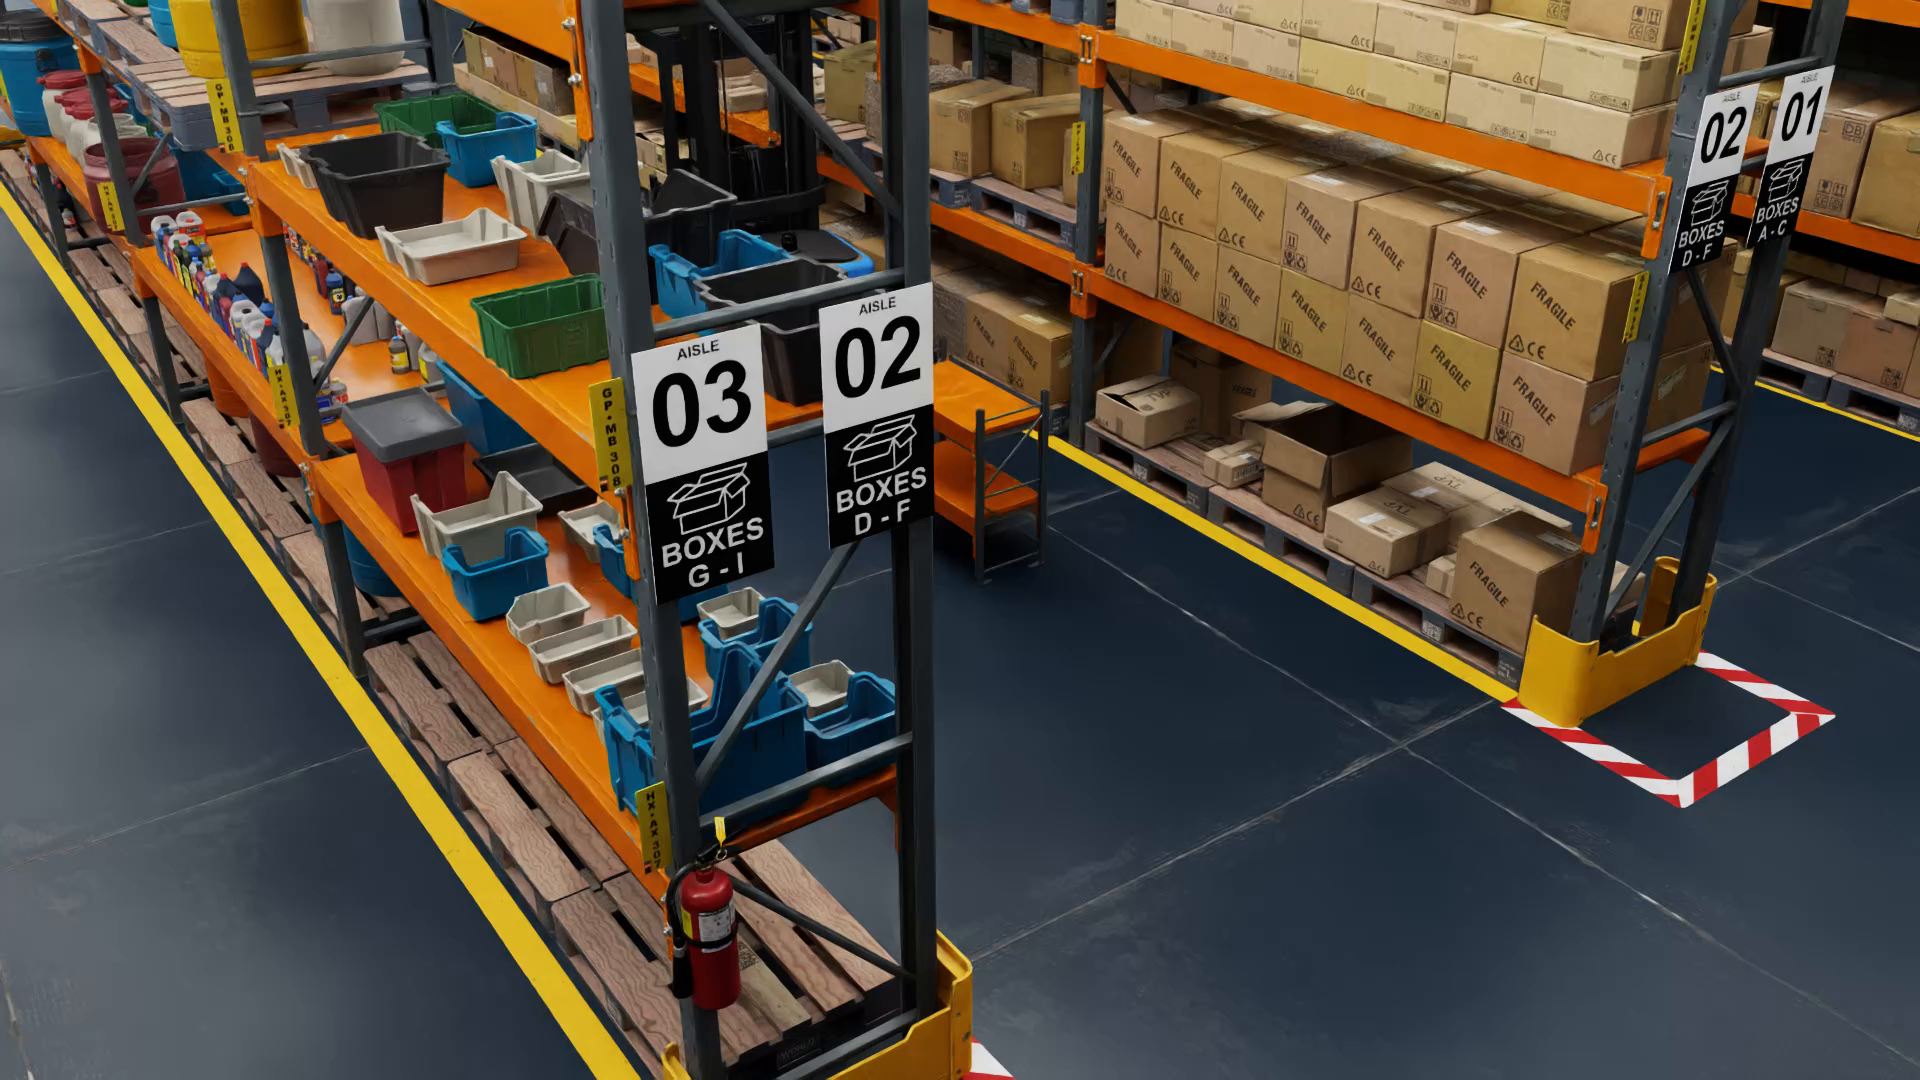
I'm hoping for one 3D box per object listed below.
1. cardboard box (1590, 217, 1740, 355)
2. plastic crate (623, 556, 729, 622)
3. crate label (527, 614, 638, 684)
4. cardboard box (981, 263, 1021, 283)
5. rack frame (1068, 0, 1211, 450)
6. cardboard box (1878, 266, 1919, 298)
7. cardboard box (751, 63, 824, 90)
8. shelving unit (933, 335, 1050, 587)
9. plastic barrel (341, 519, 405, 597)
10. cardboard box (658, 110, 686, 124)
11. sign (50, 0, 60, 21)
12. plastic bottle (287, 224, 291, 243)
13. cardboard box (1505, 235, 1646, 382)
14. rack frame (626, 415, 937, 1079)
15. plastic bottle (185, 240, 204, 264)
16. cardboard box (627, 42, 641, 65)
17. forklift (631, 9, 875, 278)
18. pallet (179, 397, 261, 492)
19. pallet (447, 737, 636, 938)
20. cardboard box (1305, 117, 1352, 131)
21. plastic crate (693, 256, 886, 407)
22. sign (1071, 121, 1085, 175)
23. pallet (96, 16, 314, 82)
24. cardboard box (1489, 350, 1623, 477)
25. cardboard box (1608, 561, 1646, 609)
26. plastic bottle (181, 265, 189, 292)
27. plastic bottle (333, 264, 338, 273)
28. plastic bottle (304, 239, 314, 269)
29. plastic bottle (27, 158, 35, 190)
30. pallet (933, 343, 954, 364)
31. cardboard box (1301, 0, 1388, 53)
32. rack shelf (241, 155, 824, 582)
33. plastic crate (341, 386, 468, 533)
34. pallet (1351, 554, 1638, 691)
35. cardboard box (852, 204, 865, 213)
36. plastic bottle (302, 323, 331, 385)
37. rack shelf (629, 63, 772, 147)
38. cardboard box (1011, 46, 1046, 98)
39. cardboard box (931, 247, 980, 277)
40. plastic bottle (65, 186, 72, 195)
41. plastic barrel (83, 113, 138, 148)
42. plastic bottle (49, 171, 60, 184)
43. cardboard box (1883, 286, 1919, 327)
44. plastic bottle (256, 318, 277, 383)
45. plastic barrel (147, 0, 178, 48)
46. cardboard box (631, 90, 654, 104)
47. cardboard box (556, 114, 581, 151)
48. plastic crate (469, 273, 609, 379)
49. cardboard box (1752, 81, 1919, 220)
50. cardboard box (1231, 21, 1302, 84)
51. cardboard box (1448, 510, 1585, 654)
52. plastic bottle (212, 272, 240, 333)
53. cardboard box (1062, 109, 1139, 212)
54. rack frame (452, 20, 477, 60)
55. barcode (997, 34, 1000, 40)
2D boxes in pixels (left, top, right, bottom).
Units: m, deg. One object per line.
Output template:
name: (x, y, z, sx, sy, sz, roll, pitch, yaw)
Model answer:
cardboard box: (3.467, -1.274, 8.300, 0.500, 0.500, 0.500, -18, 33, -29)
plastic crate: (-1.166, 0.173, 6.901, 0.416, 0.233, 0.300, -19, 34, -31)
crate label: (-1.486, 0.429, 6.530, 0.396, 0.136, 0.243, -19, 34, -31)
cardboard box: (0.505, -1.851, 12.673, 0.500, 0.500, 0.500, -18, 33, -30)
rack frame: (1.189, -2.100, 10.974, 1.000, 3.000, 0.127, -19, 34, -31)
cardboard box: (6.851, -1.834, 11.984, 0.380, 0.149, 0.250, -18, 34, -30)
cardboard box: (-1.492, -4.017, 14.597, 0.500, 0.311, 0.500, -19, 34, -31)
shelving unit: (0.004, -0.492, 9.977, 0.538, 1.125, 1.048, -19, 34, -31)
plastic barrel: (-3.149, -0.209, 9.250, 0.600, 0.901, 0.708, -19, 34, -31)
cardboard box: (-2.676, -4.154, 16.610, 0.500, 0.311, 0.500, -18, 33, -29)
sign: (-5.612, -3.402, 10.338, 0.100, 0.325, 0.005, -19, 34, -31)
plastic bottle: (-4.452, -2.105, 11.105, 0.061, 0.283, 0.133, -19, 34, -31)
cardboard box: (3.027, -1.125, 8.026, 0.500, 0.500, 0.500, -19, 34, -31)
rack frame: (-0.528, 0.825, 5.588, 1.000, 3.000, 0.127, -19, 34, -31)
plastic bottle: (-4.817, -1.755, 10.474, 0.097, 0.271, 0.097, 0, 29, 0)
cardboard box: (-3.104, -4.699, 16.022, 0.380, 0.149, 0.250, -19, 34, -31)
forklift: (-1.726, -2.812, 12.357, 1.130, 2.935, 3.031, -14, 32, -25)
pallet: (-4.677, -0.765, 11.437, 1.003, 0.211, 1.213, -19, 34, -31)
pallet: (-1.678, 1.245, 7.736, 1.003, 0.211, 1.213, -19, 34, -31)
cardboard box: (3.725, -3.603, 15.554, 0.750, 0.750, 0.750, -19, 34, -31)
plastic crate: (-0.524, -0.663, 5.321, 0.497, 0.269, 0.590, -19, 34, -31)
sign: (0.739, -2.454, 10.412, 0.100, 0.325, 0.005, -19, 34, -31)
pallet: (-4.042, -2.683, 9.102, 1.003, 0.211, 1.213, -19, 34, -31)
cardboard box: (3.028, -0.688, 8.268, 0.500, 0.500, 0.500, -18, 33, -29)
cardboard box: (3.547, 0.257, 9.161, 0.380, 0.149, 0.250, -19, 34, -31)
plastic bottle: (-4.790, -1.656, 10.364, 0.097, 0.201, 0.097, 0, 29, 0)
plastic bottle: (-3.788, -1.610, 10.194, 0.061, 0.283, 0.133, -19, 34, -31)
plastic bottle: (-4.174, -1.899, 10.738, 0.097, 0.271, 0.097, 0, 29, 0)
plastic bottle: (-8.894, -3.511, 15.957, 0.061, 0.283, 0.133, -18, 33, -30)
pallet: (-0.025, -1.655, 13.076, 1.003, 0.211, 1.213, -19, 34, -31)
cardboard box: (2.131, -2.728, 8.621, 0.500, 0.250, 0.500, -19, 34, -31)
rack shelf: (-1.688, -0.955, 6.476, 1.077, 0.370, 4.000, -19, 34, -31)
plastic crate: (-2.534, -0.368, 7.655, 0.402, 0.464, 0.583, -19, 34, -31)
pallet: (3.002, 0.341, 9.401, 1.003, 0.211, 1.213, -19, 34, -31)
cardboard box: (-1.196, -2.916, 14.918, 0.500, 0.250, 0.500, -19, 34, -31)
plastic bottle: (-3.530, -1.015, 9.028, 0.144, 0.351, 0.185, -19, 34, -31)
rack shelf: (-2.291, -4.116, 15.440, 1.077, 0.370, 4.000, -19, 34, -31)
cardboard box: (1.022, -5.396, 19.201, 0.700, 0.500, 0.500, -18, 33, -29)
cardboard box: (-0.198, -1.894, 12.753, 0.500, 0.500, 0.500, -20, 34, -32)
plastic bottle: (-8.102, -3.133, 15.268, 0.152, 0.276, 0.135, -19, 34, -31)
plastic barrel: (-6.183, -2.839, 12.217, 0.421, 0.512, 0.421, 0, 29, 0)
plastic bottle: (-8.395, -3.240, 15.388, 0.144, 0.351, 0.185, -19, 34, -31)
cardboard box: (6.683, -1.632, 11.611, 0.380, 0.149, 0.250, -18, 33, -29)
plastic bottle: (-3.755, -1.047, 9.087, 0.144, 0.351, 0.185, -19, 34, -31)
plastic barrel: (-3.962, -3.074, 8.660, 0.600, 0.901, 0.708, -19, 34, -31)
cardboard box: (-3.465, -4.783, 17.569, 0.500, 0.500, 0.500, -19, 34, -31)
cardboard box: (-3.898, -4.306, 17.477, 0.500, 0.250, 0.500, -19, 34, -31)
plastic crate: (-1.332, -0.705, 5.483, 0.450, 0.188, 0.336, -19, 34, -31)
cardboard box: (6.373, -2.824, 11.992, 0.980, 0.700, 0.700, -21, 35, -33)
cardboard box: (1.845, -2.704, 9.101, 0.500, 0.250, 0.500, -19, 34, -31)
cardboard box: (2.993, 0.217, 8.866, 0.500, 0.500, 0.500, -19, 34, -31)
plastic bottle: (-4.286, -1.404, 9.743, 0.144, 0.351, 0.185, -19, 34, -31)
cardboard box: (1.097, -2.575, 11.303, 0.500, 0.500, 0.700, 18, 34, 30)
rack frame: (-5.771, -6.765, 19.564, 1.000, 3.000, 0.127, -19, 34, -31)
barcode: (0.464, -6.095, 20.152, 0.001, 0.075, 0.075, -19, 34, -31)
